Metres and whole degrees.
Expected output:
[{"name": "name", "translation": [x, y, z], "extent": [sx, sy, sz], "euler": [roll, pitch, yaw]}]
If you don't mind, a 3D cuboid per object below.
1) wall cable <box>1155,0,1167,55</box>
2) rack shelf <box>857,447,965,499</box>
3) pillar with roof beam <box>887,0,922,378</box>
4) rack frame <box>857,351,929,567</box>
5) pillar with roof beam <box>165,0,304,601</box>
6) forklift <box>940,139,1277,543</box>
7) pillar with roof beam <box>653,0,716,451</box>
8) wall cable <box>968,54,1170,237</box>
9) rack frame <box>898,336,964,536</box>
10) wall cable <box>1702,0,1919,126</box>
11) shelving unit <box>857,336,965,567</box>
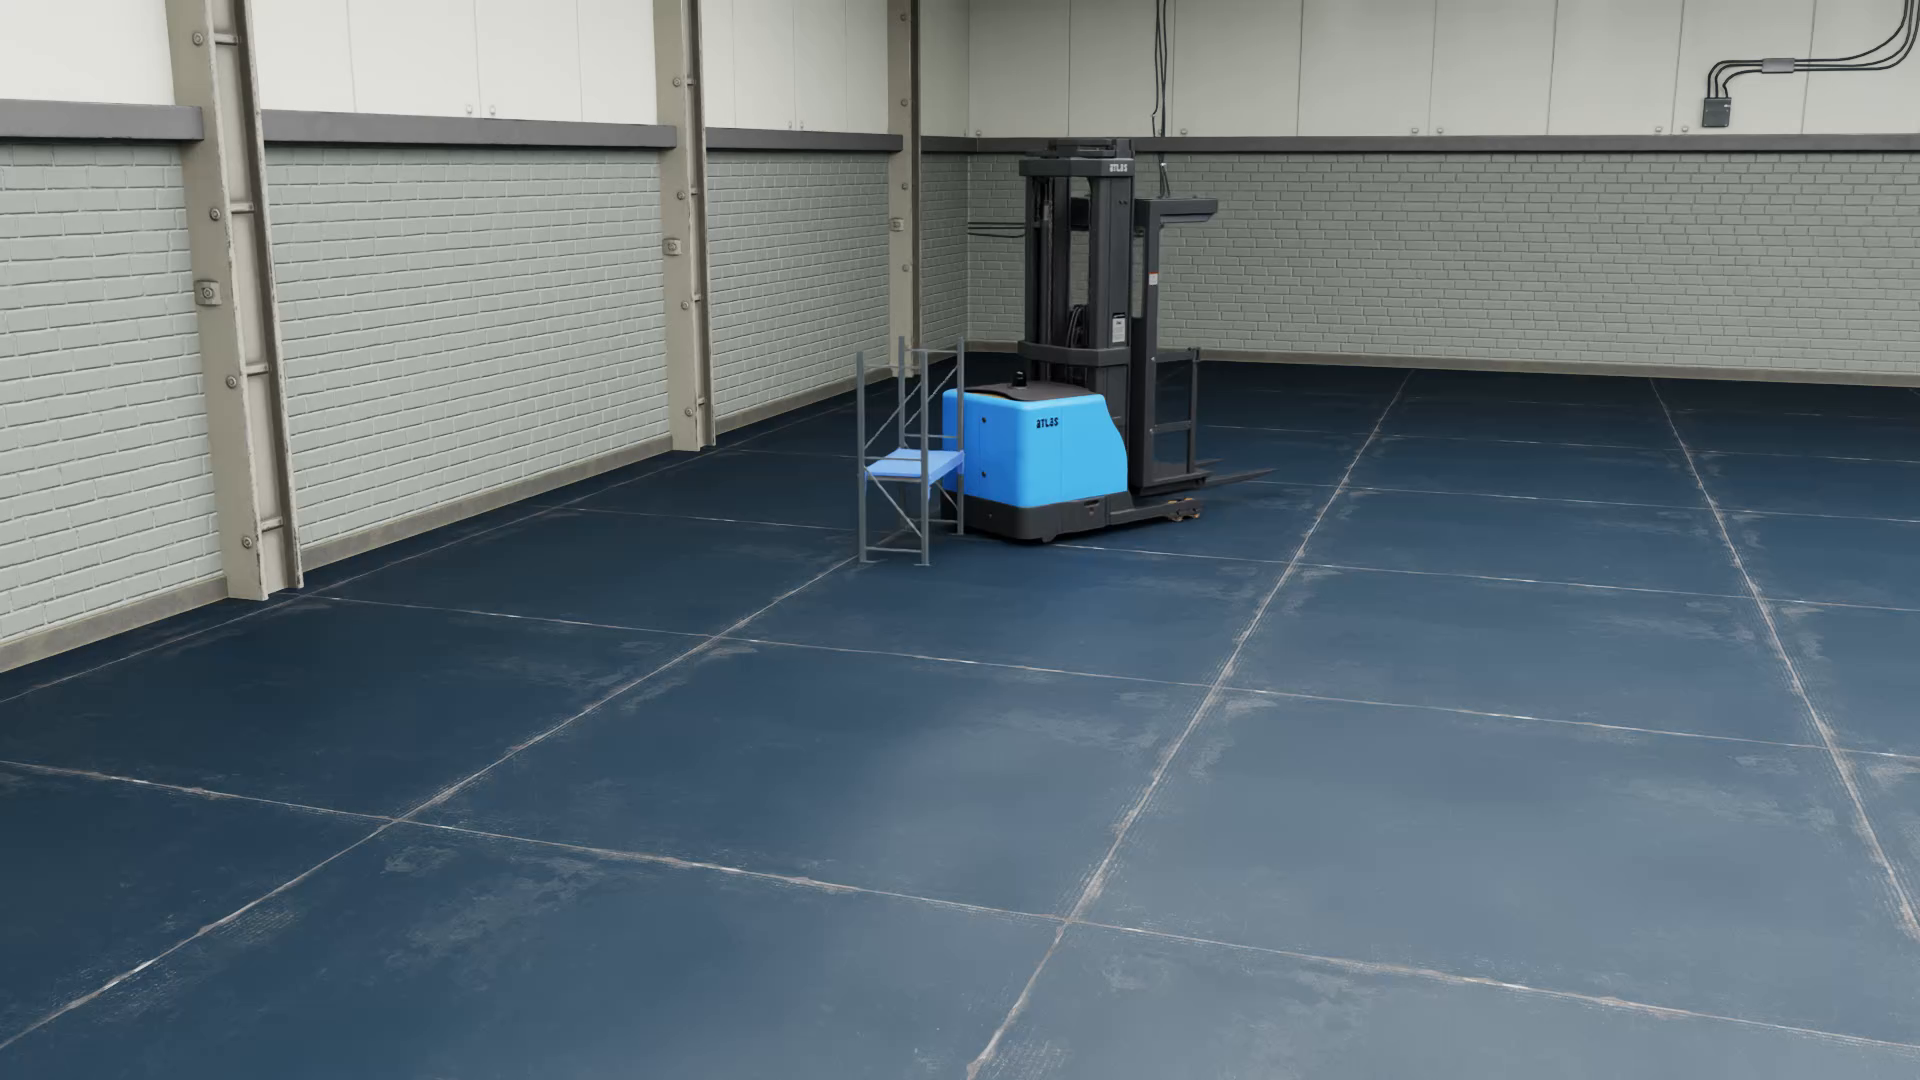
[{"name": "wall cable", "translation": [4.051, -7.852, 22.296], "extent": [3.097, 2.526, 0.112], "euler": [4, 14, 18]}, {"name": "rack shelf", "translation": [-0.341, -0.494, 12.088], "extent": [0.538, 0.185, 1.000], "euler": [3, 13, 14]}, {"name": "pillar with roof beam", "translation": [3.360, -6.263, 19.707], "extent": [9.100, 9.000, 0.400], "euler": [4, 14, 18]}, {"name": "rack frame", "translation": [-0.466, -0.559, 11.568], "extent": [0.500, 1.500, 0.032], "euler": [3, 13, 14]}, {"name": "pillar with roof beam", "translation": [-0.523, -3.737, 8.637], "extent": [9.100, 9.000, 0.400], "euler": [4, 14, 18]}, {"name": "forklift", "translation": [1.310, -1.654, 13.149], "extent": [3.031, 2.935, 1.130], "euler": [-10, 16, -38]}, {"name": "pillar with roof beam", "translation": [1.419, -5.000, 14.172], "extent": [9.100, 9.000, 0.400], "euler": [4, 14, 18]}, {"name": "wall cable", "translation": [1.491, -5.585, 23.711], "extent": [3.097, 2.526, 0.112], "euler": [4, 14, 18]}, {"name": "rack frame", "translation": [-0.217, -0.779, 12.529], "extent": [0.500, 1.500, 0.032], "euler": [3, 13, 14]}, {"name": "wall cable", "translation": [10.469, -8.070, 19.978], "extent": [2.305, 6.003, 0.169], "euler": [4, 14, 18]}, {"name": "shelving unit", "translation": [-0.341, -0.669, 12.048], "extent": [0.538, 1.500, 1.048], "euler": [3, 13, 14]}]
